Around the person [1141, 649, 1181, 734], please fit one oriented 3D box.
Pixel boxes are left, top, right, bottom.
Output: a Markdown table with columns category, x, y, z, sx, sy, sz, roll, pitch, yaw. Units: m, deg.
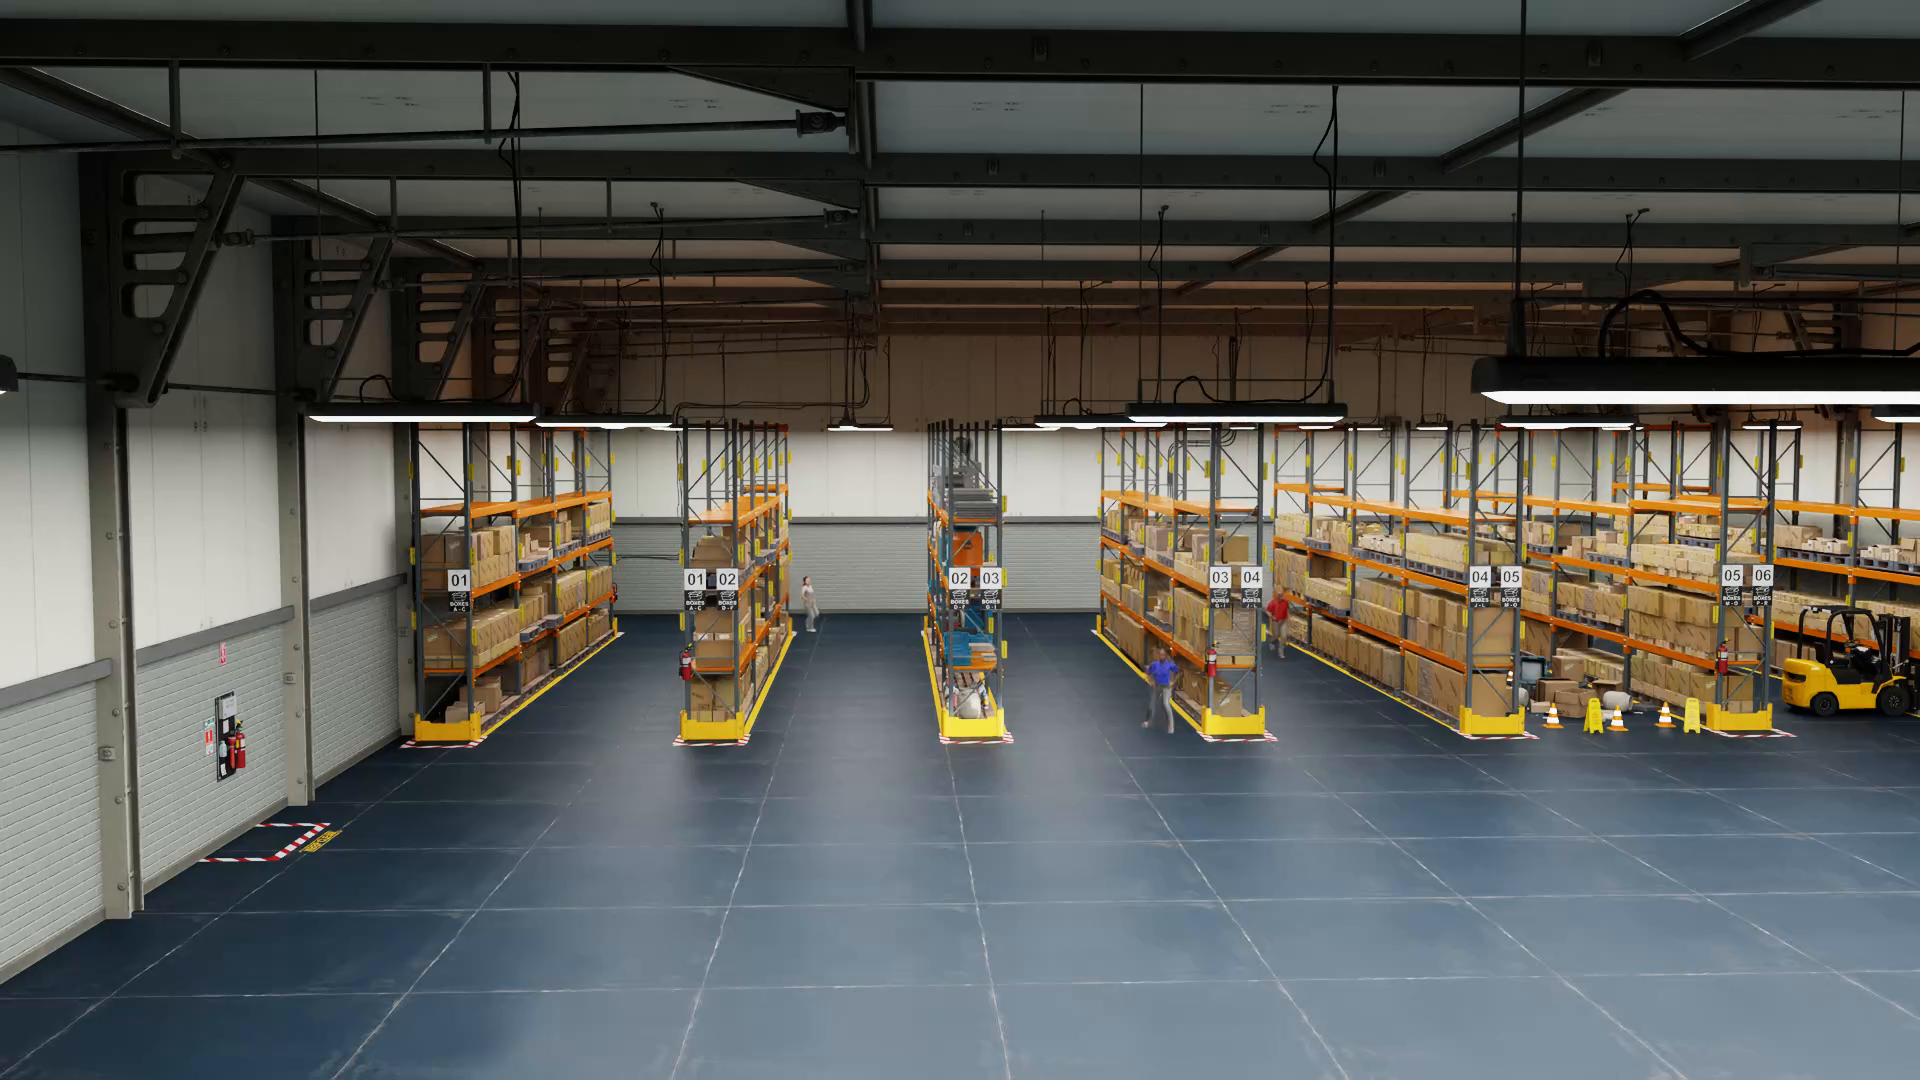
| category | x | y | z | sx | sy | sz | roll | pitch | yaw |
| --- | --- | --- | --- | --- | --- | --- | --- | --- | --- |
| person | 3.849 | 2.943 | 31.978 | 0.781 | 1.508 | 0.690 | 1 | 4 | 16 |

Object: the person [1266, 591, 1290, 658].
| category | x | y | z | sx | sy | sz | roll | pitch | yaw |
| --- | --- | --- | --- | --- | --- | --- | --- | --- | --- |
| person | 8.199 | 2.163 | 42.760 | 0.673 | 1.735 | 0.814 | 0 | 4 | -7 |

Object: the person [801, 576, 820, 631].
| category | x | y | z | sx | sy | sz | roll | pitch | yaw |
| --- | --- | --- | --- | --- | --- | --- | --- | --- | --- |
| person | -4.330 | 1.848 | 47.904 | 0.508 | 1.612 | 0.608 | 3 | 5 | 38 |
